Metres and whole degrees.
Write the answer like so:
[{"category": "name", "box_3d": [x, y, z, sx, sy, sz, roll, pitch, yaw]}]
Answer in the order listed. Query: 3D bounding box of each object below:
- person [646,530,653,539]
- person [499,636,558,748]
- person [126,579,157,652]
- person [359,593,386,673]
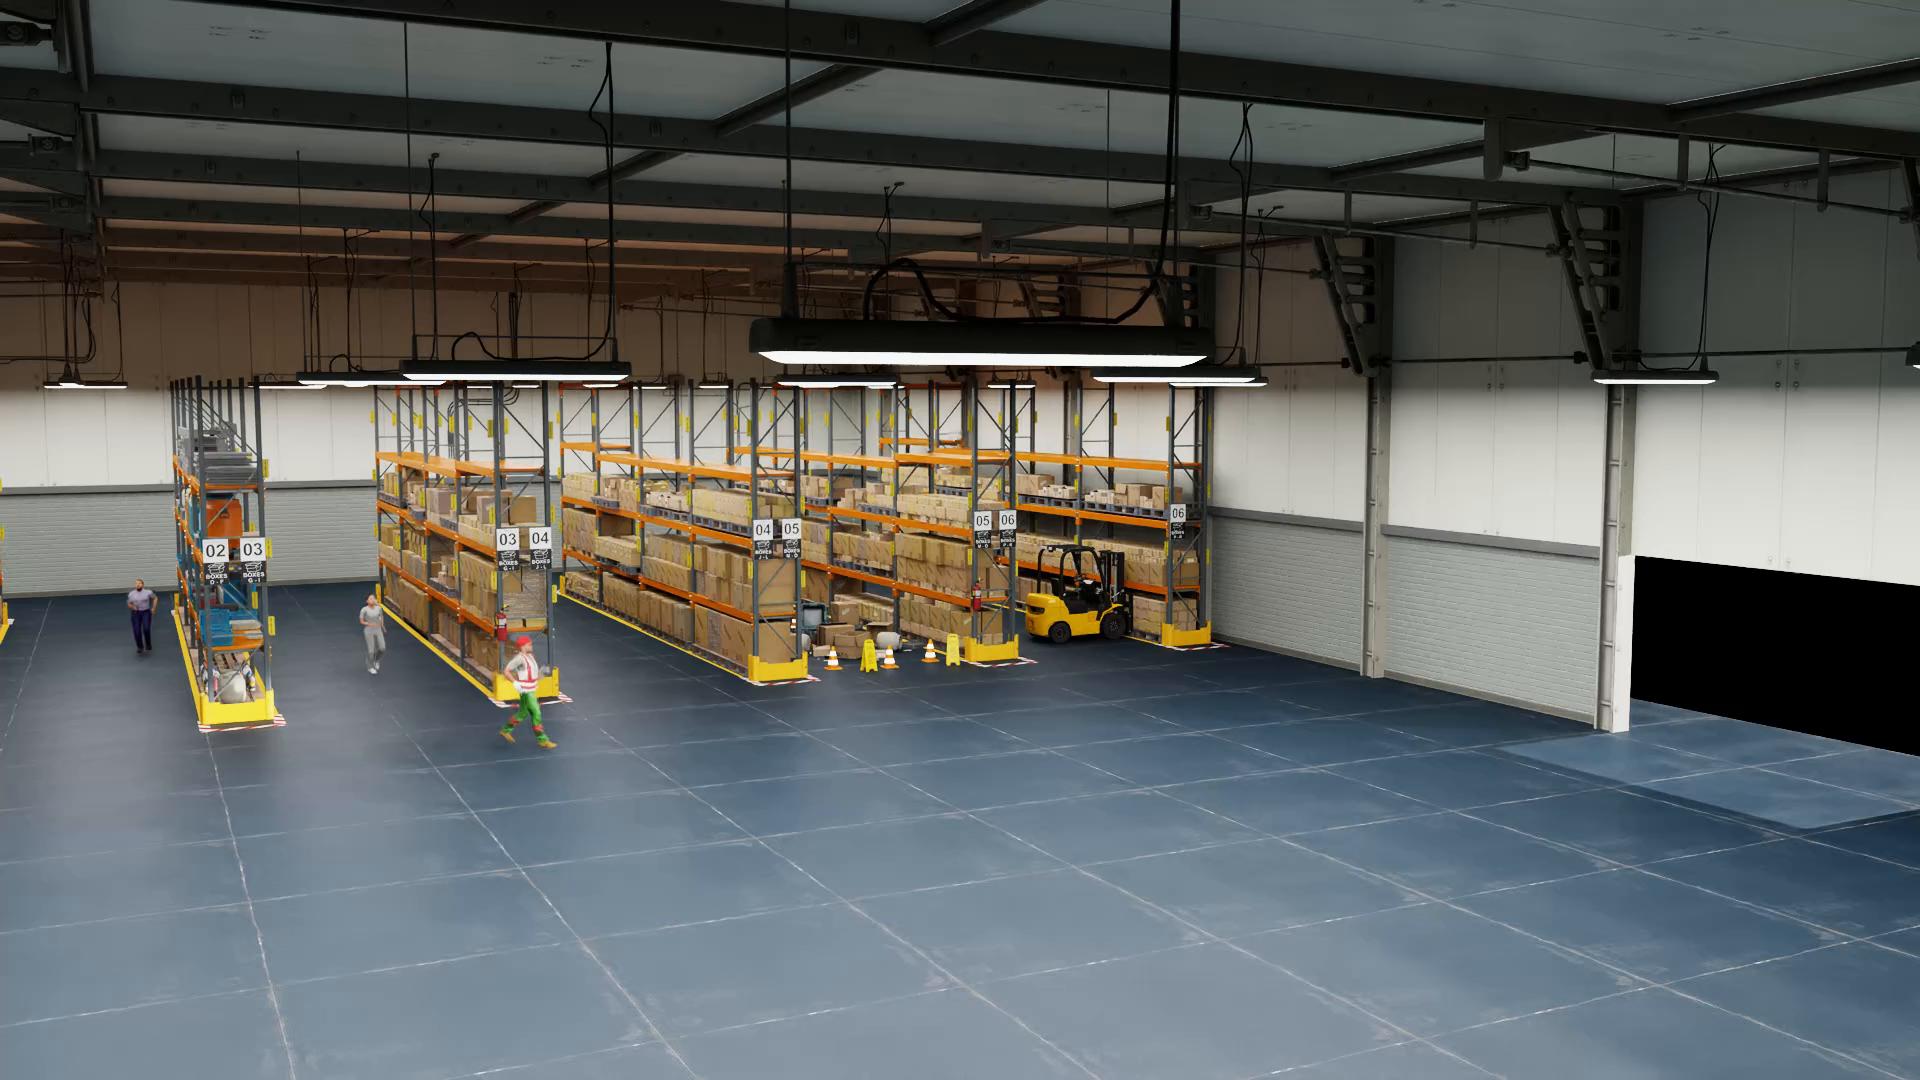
[{"category": "person", "box_3d": [-8.865, 0.662, 47.506, 0.677, 1.708, 0.779, -4, 7, -40]}, {"category": "person", "box_3d": [-6.949, 2.428, 26.678, 0.992, 1.781, 0.659, 0, 5, 3]}, {"category": "person", "box_3d": [-17.953, 1.668, 36.478, 0.591, 1.618, 0.646, -2, 5, -19]}, {"category": "person", "box_3d": [-11.902, 1.898, 33.789, 0.549, 1.633, 0.582, -4, 7, -40]}]
